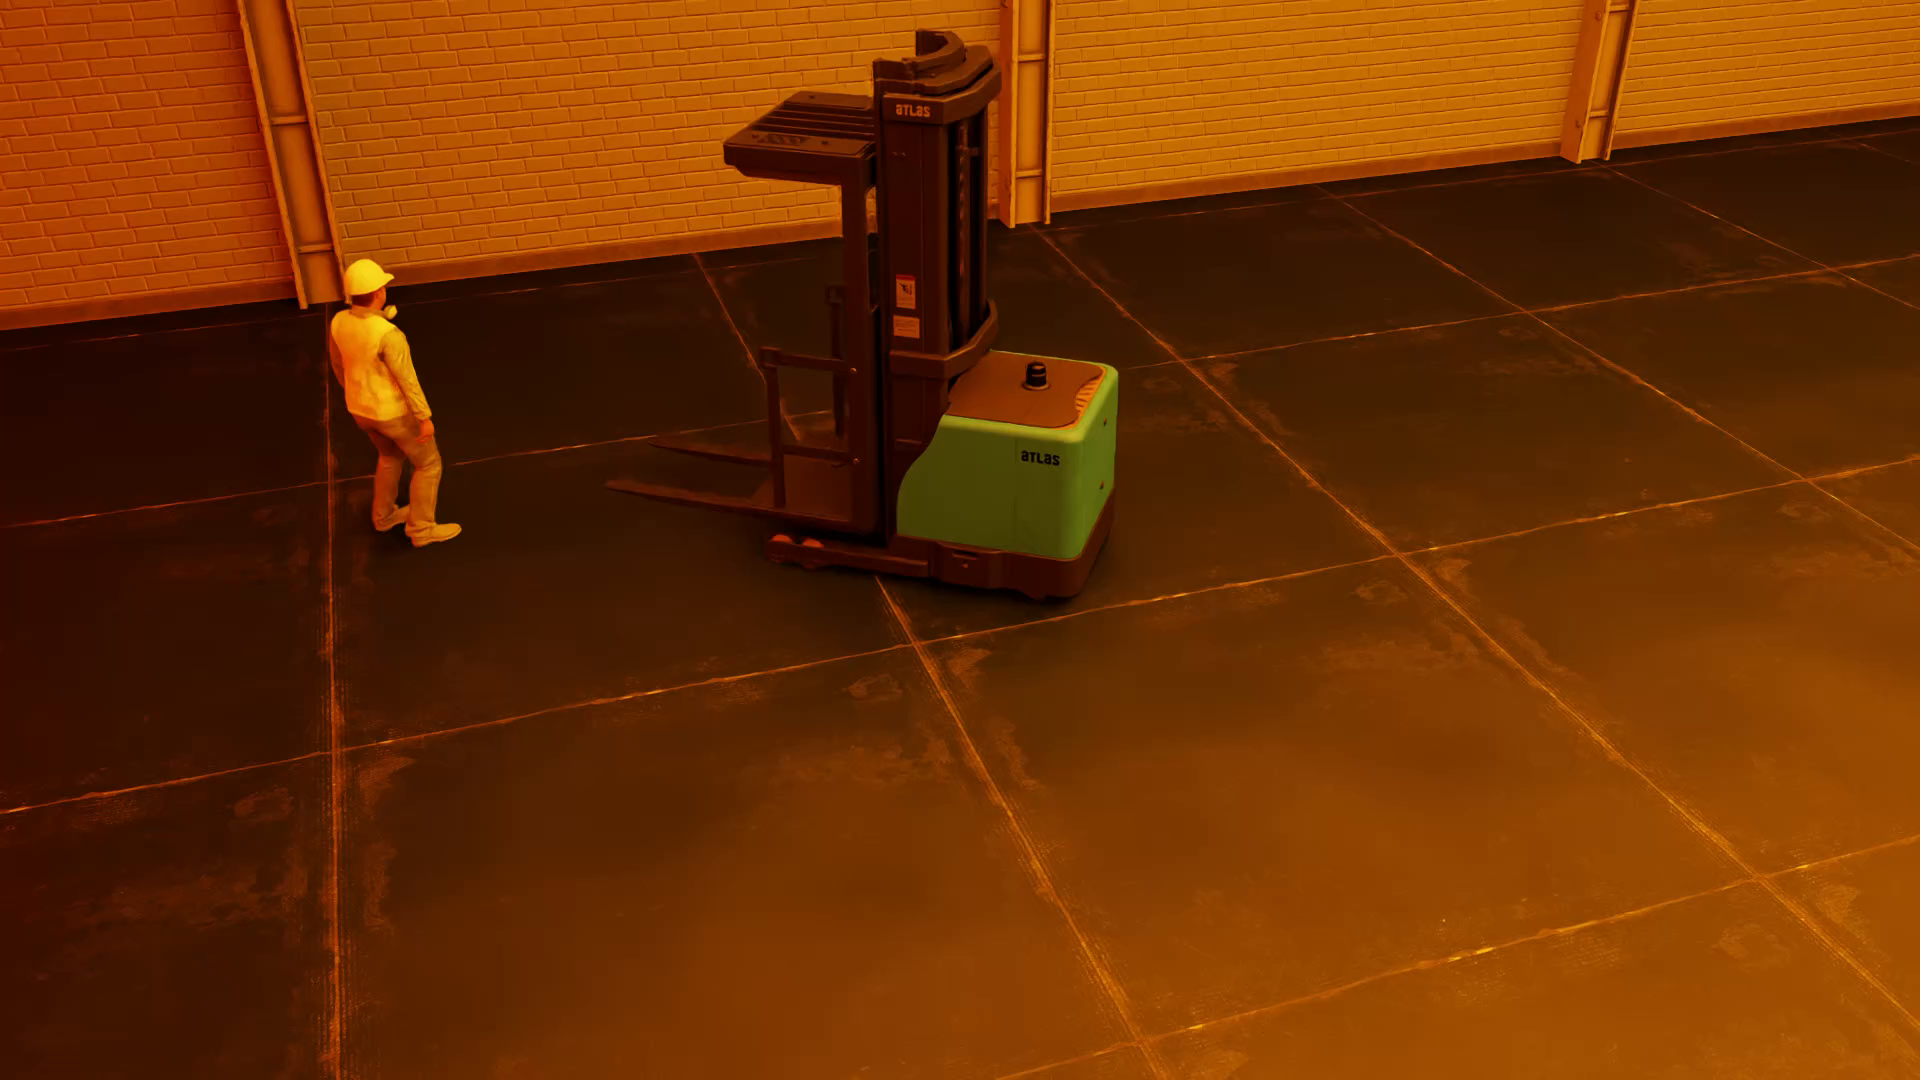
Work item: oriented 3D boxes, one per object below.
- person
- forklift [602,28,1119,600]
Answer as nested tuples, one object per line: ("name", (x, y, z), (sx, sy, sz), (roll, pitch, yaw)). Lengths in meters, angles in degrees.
("person", (-3.322, -0.797, 9.665), (0.706, 1.749, 0.396), (16, 34, 26))
("forklift", (-0.643, -1.346, 9.426), (3.031, 2.935, 1.130), (9, 31, 15))
